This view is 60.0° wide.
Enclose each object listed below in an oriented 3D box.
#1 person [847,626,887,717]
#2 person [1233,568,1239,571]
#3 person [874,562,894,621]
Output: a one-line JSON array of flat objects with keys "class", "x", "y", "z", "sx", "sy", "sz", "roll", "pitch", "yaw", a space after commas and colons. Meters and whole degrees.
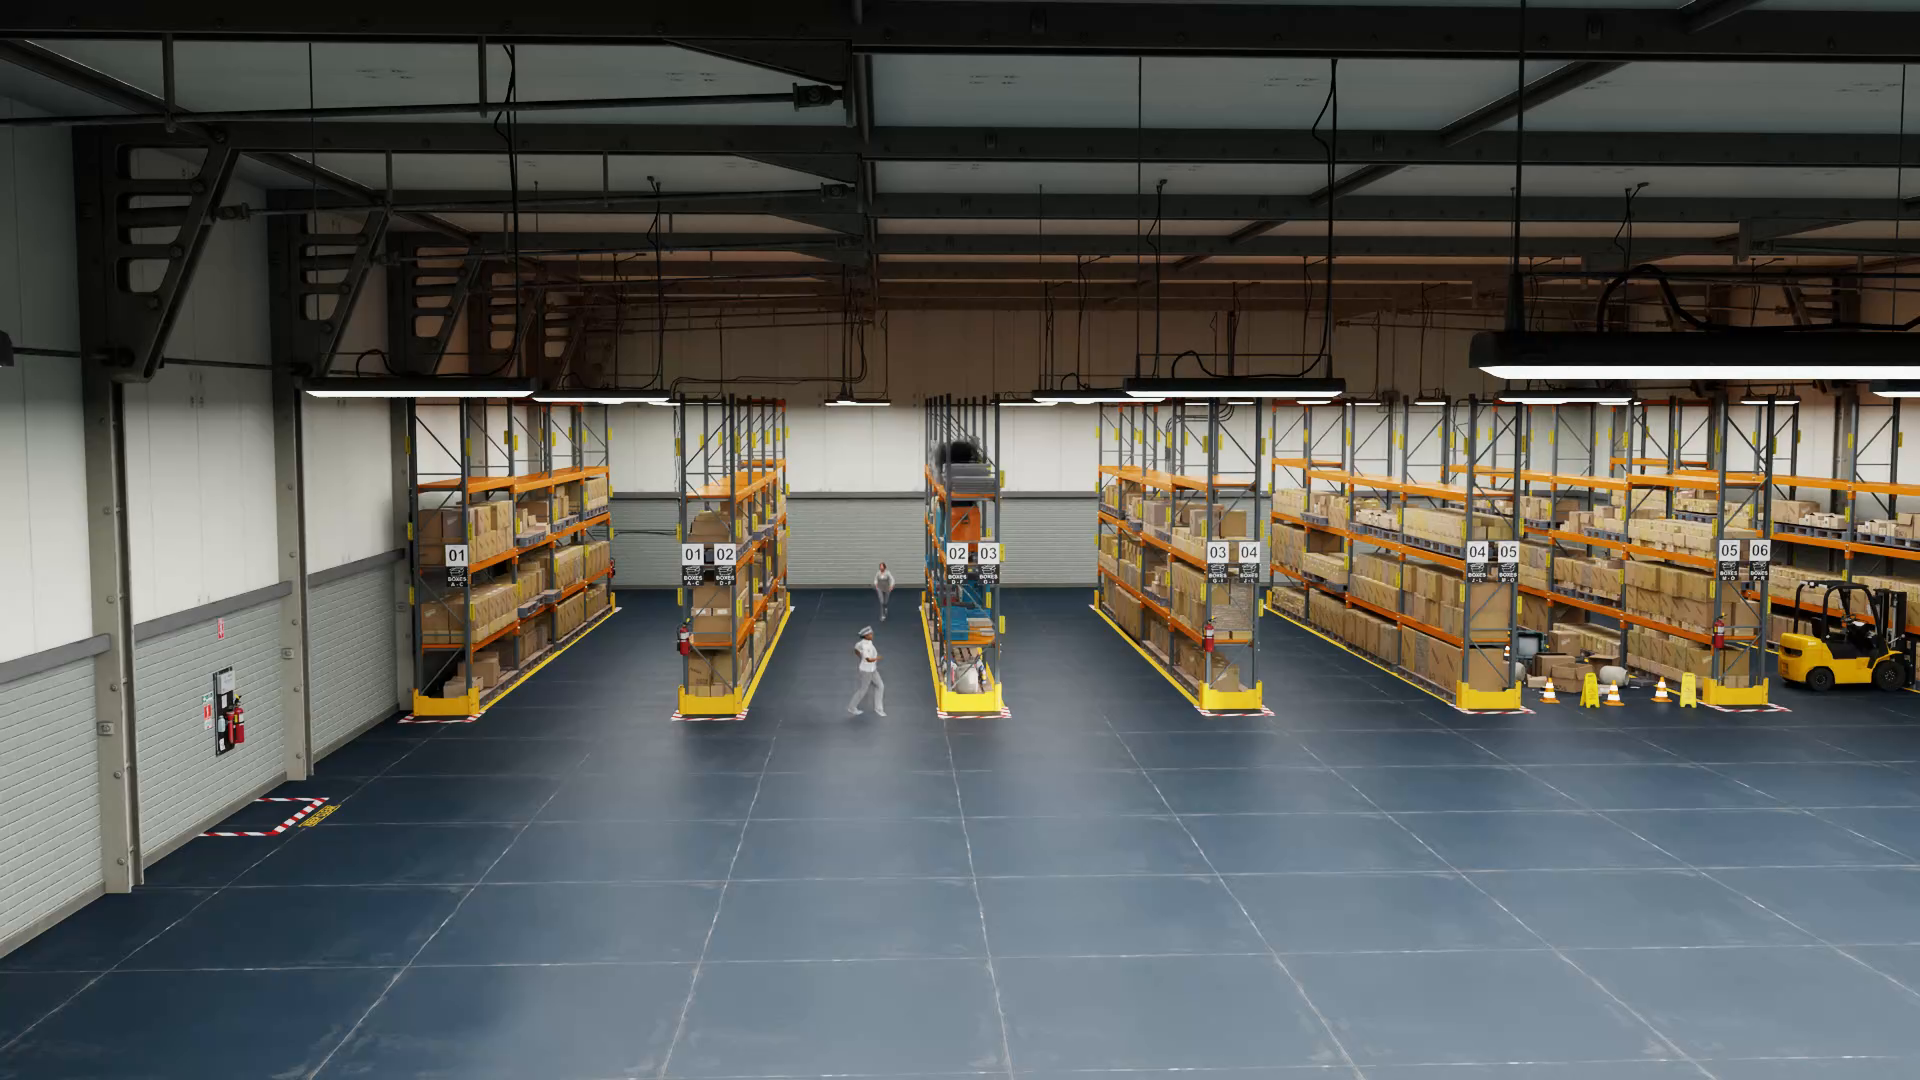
[{"class": "person", "x": -1.744, "y": 2.456, "z": 30.745, "sx": 0.724, "sy": 1.758, "sz": 0.563, "roll": 1, "pitch": 5, "yaw": 9}, {"class": "person", "x": 7.887, "y": 1.258, "z": 46.295, "sx": 0.585, "sy": 1.715, "sz": 0.710, "roll": 0, "pitch": 5, "yaw": -4}, {"class": "person", "x": -2.057, "y": 1.386, "z": 45.138, "sx": 0.559, "sy": 1.579, "sz": 0.606, "roll": 0, "pitch": 5, "yaw": 5}]
